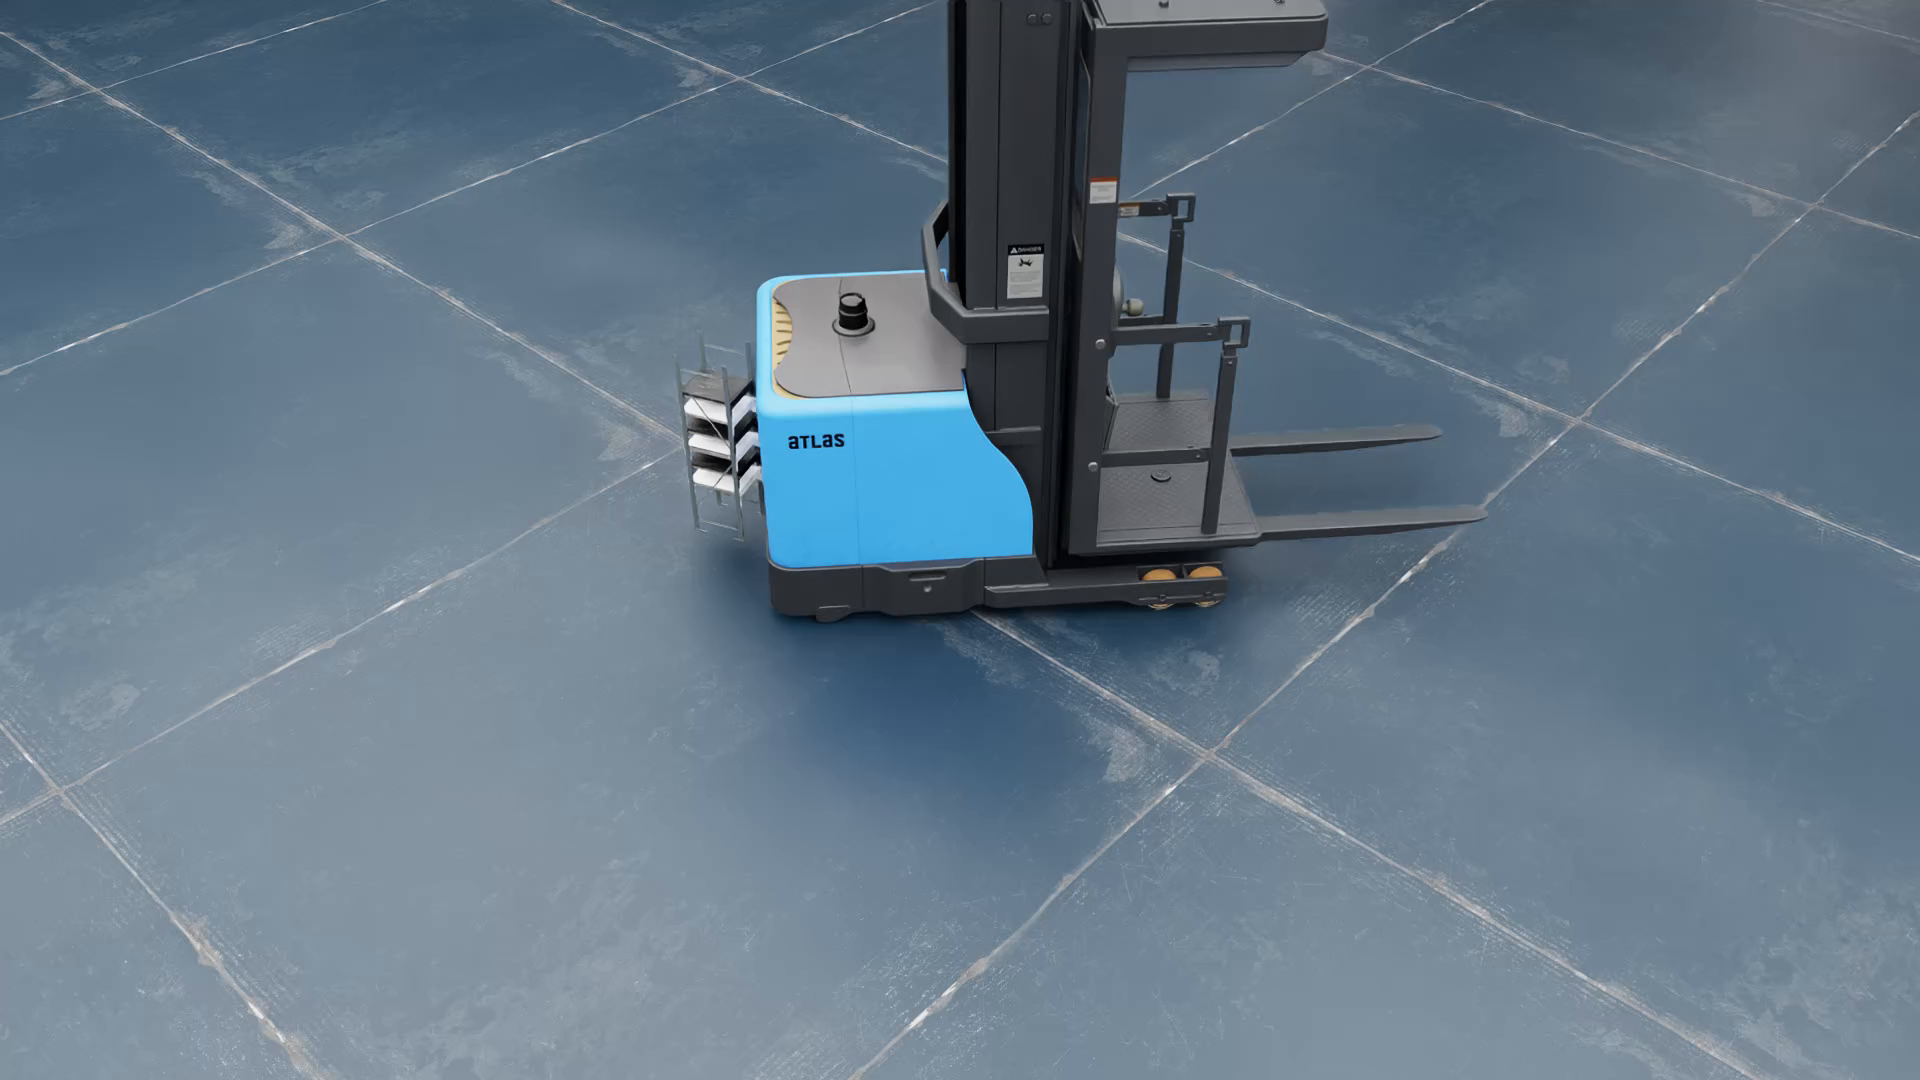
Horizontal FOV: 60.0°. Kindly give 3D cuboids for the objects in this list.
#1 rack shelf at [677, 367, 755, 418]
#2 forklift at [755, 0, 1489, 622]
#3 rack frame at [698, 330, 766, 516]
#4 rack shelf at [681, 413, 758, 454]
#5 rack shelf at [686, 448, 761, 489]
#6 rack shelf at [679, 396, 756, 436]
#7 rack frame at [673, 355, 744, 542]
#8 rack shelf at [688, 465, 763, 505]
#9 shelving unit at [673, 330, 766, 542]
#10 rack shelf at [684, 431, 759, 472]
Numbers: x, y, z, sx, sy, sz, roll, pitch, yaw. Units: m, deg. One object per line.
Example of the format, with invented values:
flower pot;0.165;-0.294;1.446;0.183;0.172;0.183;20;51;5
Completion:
rack shelf;-1.013;-0.615;6.920;0.258;0.077;0.200;14;41;17
forklift;0.694;-1.189;6.390;3.031;2.935;1.130;-3;39;-4
rack frame;-0.976;-0.488;7.141;0.240;0.900;0.006;14;41;17
rack shelf;-1.013;-0.474;7.032;0.258;0.077;0.200;14;41;17
rack shelf;-1.013;-0.333;7.144;0.258;0.077;0.200;14;41;17
rack shelf;-1.013;-0.544;6.976;0.258;0.077;0.200;14;41;17
rack frame;-1.051;-0.371;6.993;0.240;0.900;0.006;14;41;17
rack shelf;-1.014;-0.263;7.200;0.258;0.077;0.200;14;41;17
shelving unit;-1.013;-0.430;7.067;0.258;0.900;0.210;14;41;17
rack shelf;-1.013;-0.404;7.088;0.258;0.077;0.200;14;41;17
